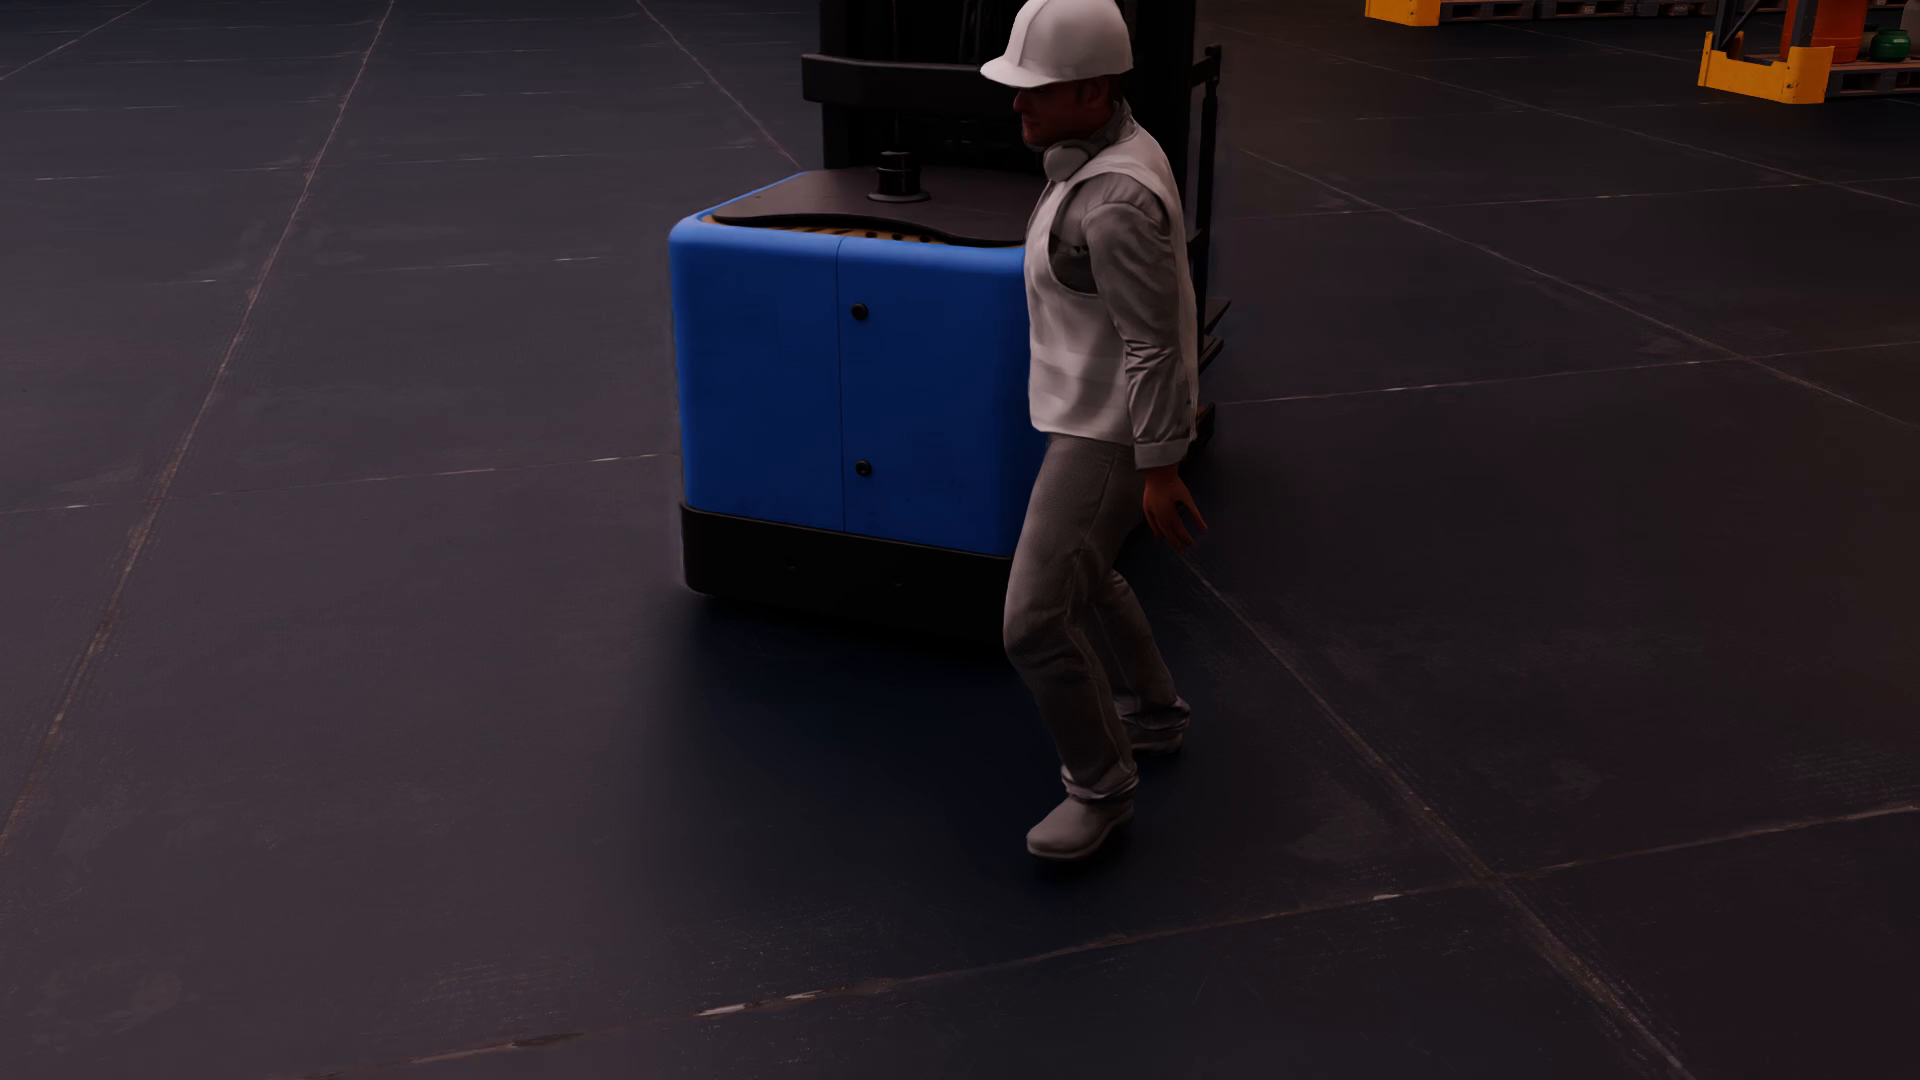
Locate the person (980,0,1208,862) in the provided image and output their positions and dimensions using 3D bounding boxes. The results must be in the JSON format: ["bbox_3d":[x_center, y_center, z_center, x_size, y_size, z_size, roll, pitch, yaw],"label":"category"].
[{"bbox_3d":[0.285,-0.246,3.453,0.486,1.743,0.850,1,23,2],"label":"person"}]

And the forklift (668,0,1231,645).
[{"bbox_3d":[0.243,-1.629,5.138,1.130,2.935,3.031,9,25,19],"label":"forklift"}]
